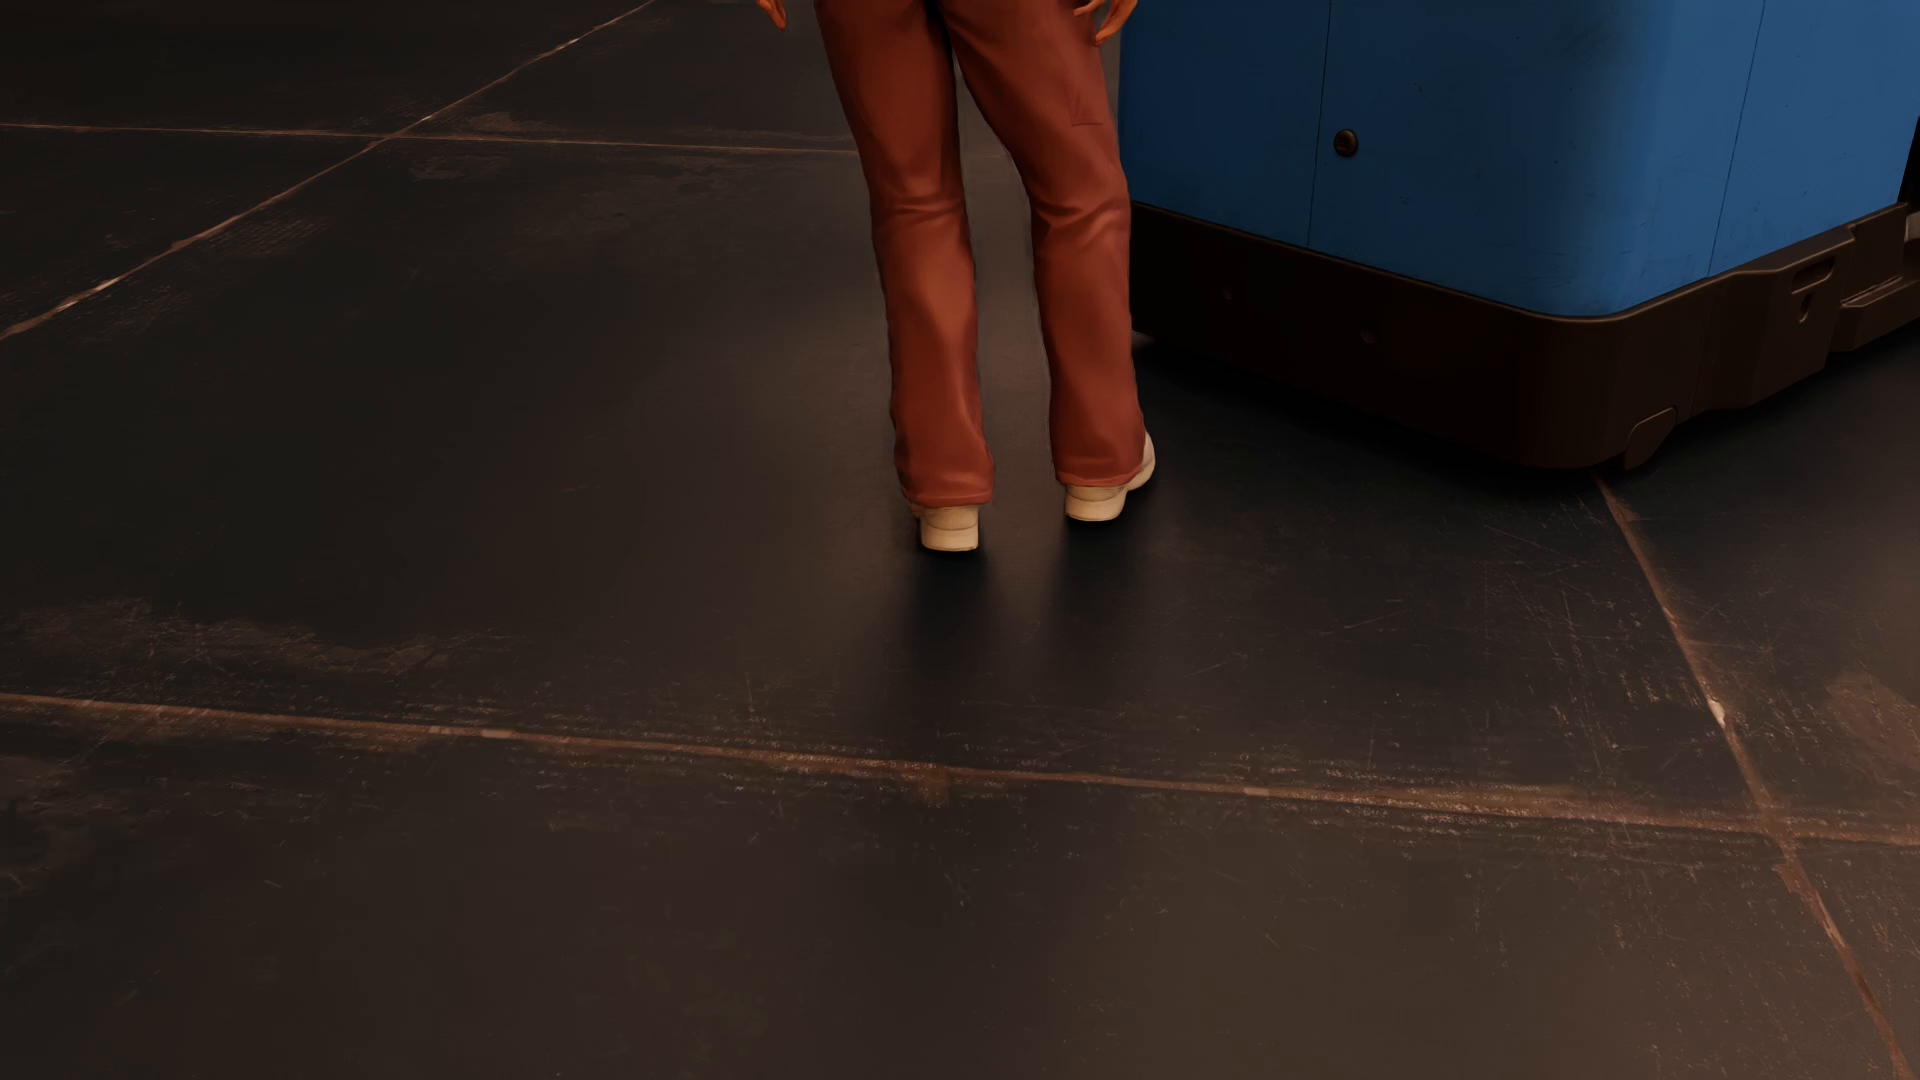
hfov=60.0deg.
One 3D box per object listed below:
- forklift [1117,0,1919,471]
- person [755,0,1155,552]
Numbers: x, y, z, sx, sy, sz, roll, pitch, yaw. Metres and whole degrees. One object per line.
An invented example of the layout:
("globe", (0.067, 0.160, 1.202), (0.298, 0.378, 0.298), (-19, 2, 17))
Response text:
("forklift", (1.722, -1.952, 3.130), (3.031, 2.935, 1.130), (-21, 33, -36))
("person", (-0.005, -0.785, 2.233), (0.585, 1.658, 0.552), (5, 27, 9))
